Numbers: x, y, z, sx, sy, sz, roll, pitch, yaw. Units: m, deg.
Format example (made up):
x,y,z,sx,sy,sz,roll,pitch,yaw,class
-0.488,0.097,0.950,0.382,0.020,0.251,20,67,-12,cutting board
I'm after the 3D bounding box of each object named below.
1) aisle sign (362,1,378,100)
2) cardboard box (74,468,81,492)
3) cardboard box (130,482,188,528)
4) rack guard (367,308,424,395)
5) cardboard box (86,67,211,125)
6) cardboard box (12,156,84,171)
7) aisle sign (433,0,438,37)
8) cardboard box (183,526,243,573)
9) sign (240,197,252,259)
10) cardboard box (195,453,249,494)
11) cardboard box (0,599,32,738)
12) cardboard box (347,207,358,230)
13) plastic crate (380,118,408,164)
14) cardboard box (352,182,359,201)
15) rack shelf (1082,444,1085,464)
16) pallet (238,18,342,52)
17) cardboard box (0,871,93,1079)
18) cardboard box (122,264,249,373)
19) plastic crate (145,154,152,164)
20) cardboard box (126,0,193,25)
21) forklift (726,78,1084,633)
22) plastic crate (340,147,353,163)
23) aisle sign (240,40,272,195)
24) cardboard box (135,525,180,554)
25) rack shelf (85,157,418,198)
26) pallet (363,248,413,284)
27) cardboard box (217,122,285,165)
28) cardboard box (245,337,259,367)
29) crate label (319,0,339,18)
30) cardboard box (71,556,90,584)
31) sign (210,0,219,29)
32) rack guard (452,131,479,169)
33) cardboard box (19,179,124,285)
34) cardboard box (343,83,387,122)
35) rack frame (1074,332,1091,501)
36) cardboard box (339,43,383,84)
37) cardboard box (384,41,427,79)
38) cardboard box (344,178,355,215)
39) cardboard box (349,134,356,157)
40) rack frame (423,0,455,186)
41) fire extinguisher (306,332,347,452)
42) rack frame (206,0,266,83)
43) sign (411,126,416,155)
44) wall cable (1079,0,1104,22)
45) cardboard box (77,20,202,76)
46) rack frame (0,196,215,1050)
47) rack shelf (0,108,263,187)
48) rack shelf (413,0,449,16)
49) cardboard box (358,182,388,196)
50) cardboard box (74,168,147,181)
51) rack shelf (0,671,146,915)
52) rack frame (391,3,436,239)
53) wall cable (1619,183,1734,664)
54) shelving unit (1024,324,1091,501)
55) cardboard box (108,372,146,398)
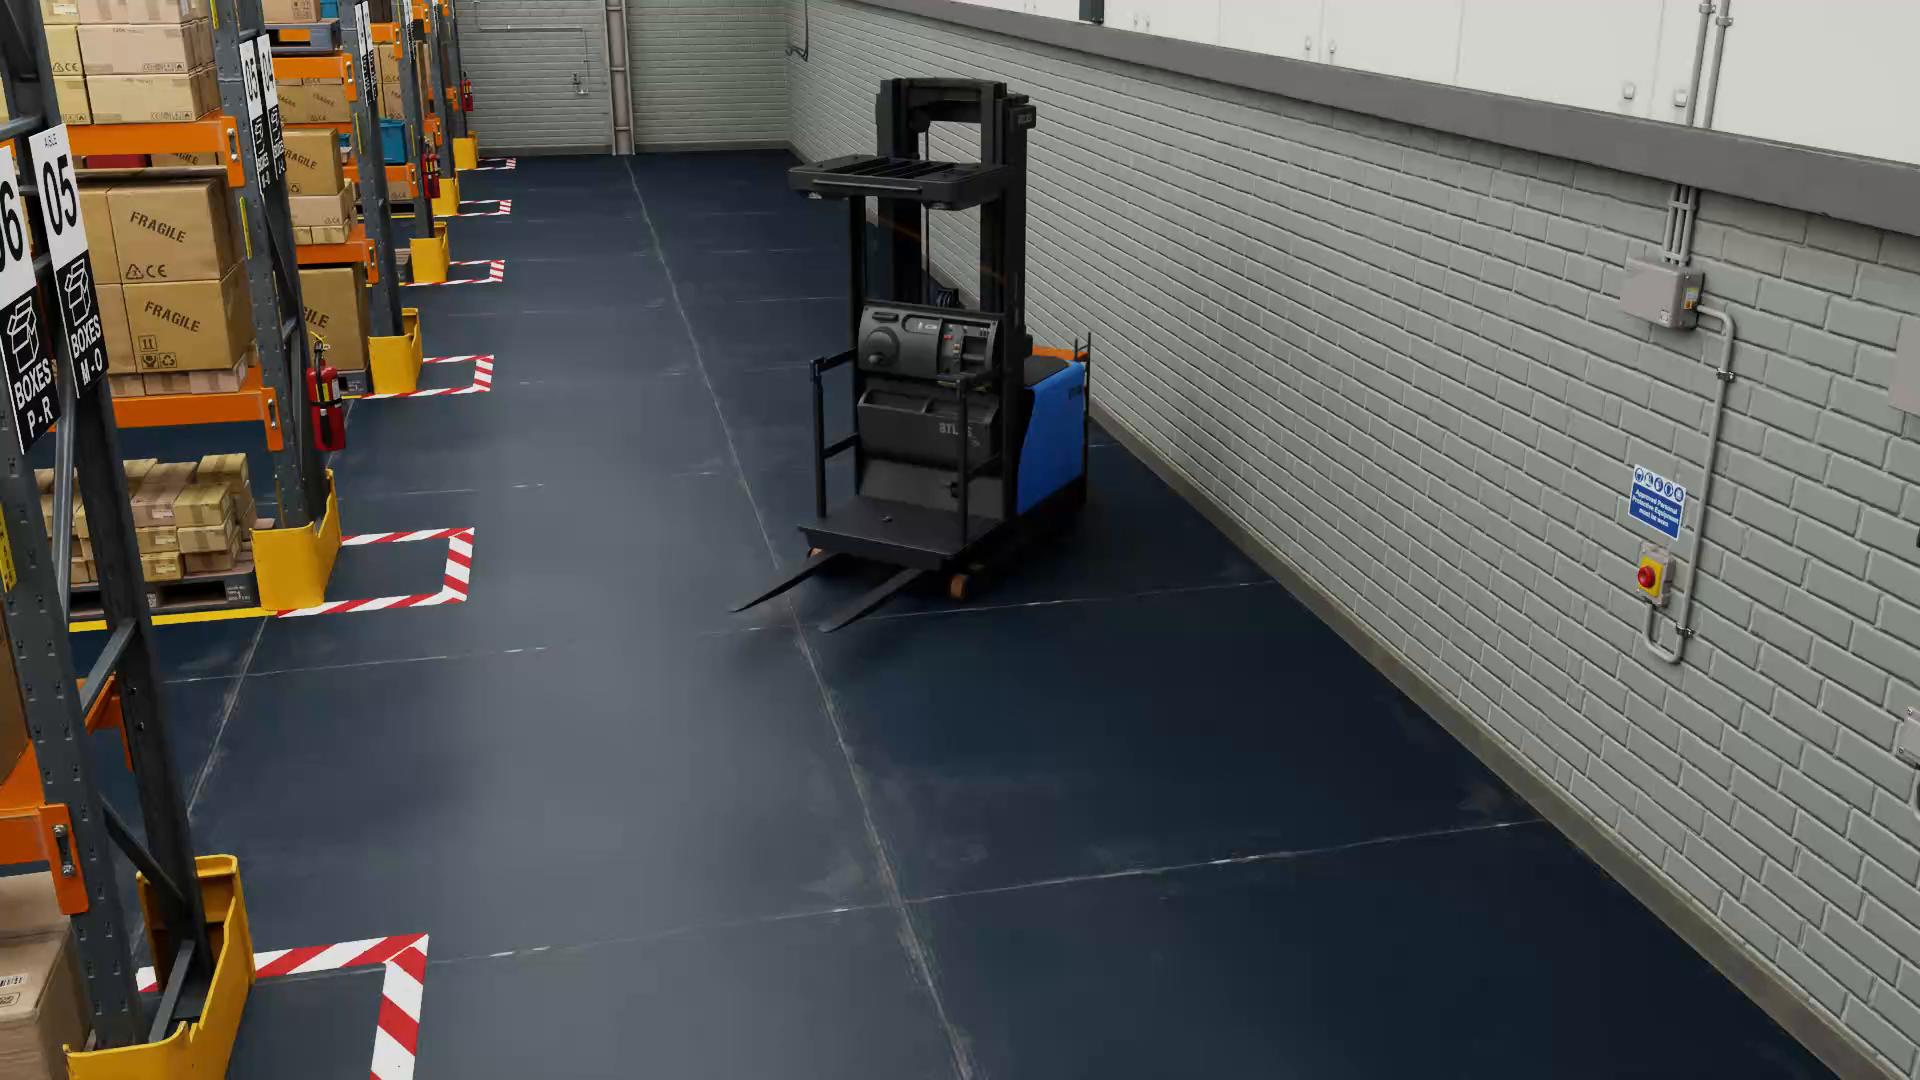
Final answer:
x,y,z,sx,sy,sz,roll,pitch,yaw,class
-5.049,-4.194,14.243,0.004,0.787,0.394,-5,21,-12,aisle sign
-5.333,-0.322,10.123,0.250,0.149,0.380,-6,21,-15,cardboard box
-4.722,-0.209,9.814,0.250,0.149,0.380,-4,21,-11,cardboard box
-5.027,-1.695,14.835,0.348,0.500,1.175,-5,21,-12,rack guard
-4.389,-2.412,9.016,0.500,0.250,0.500,-5,21,-14,cardboard box
-7.432,-3.003,13.467,0.500,0.500,0.500,-5,21,-14,cardboard box
-7.189,-7.307,22.741,0.004,0.787,0.394,-5,21,-12,aisle sign
-4.471,0.054,9.960,0.250,0.149,0.380,-4,21,-12,cardboard box
-3.899,-1.703,9.081,0.005,0.325,0.100,-5,21,-12,sign
-4.595,-0.409,10.359,0.250,0.149,0.380,-6,21,-15,cardboard box
-3.303,0.345,5.486,0.500,0.500,0.500,-5,21,-13,cardboard box
-5.471,-2.831,14.668,0.250,0.149,0.380,-4,21,-12,cardboard box
-6.473,-4.481,18.667,0.499,0.435,0.616,-5,21,-12,plastic crate
-8.730,-4.908,23.330,0.500,0.250,0.500,-5,21,-12,cardboard box
0.613,-0.604,11.613,0.480,0.148,0.258,10,23,26,rack shelf
-5.770,-4.172,13.730,1.213,0.211,1.003,-5,21,-12,pallet
-3.389,1.542,5.479,0.875,0.438,0.875,-5,21,-14,cardboard box
-4.385,-1.264,9.445,0.500,0.500,0.500,-4,21,-11,cardboard box
-9.055,-4.286,18.586,0.590,0.125,0.437,-5,21,-12,plastic crate
-4.263,-2.834,8.861,0.250,0.149,0.380,-5,21,-13,cardboard box
-0.296,-1.185,9.909,1.130,2.935,3.031,10,23,26,forklift
-6.942,-4.304,18.619,0.243,0.136,0.396,-5,21,-12,plastic crate
-3.867,-2.325,9.140,0.004,0.787,0.394,-5,21,-12,aisle sign
-4.722,-0.057,9.831,0.250,0.149,0.380,-5,21,-14,cardboard box
-8.136,-4.029,18.618,4.000,0.370,1.077,-5,21,-12,rack shelf
-7.001,-3.163,19.263,1.213,0.211,1.003,-5,21,-12,pallet
-6.066,-3.301,14.281,0.500,0.500,0.500,-5,21,-14,cardboard box
-4.398,-1.165,10.119,0.250,0.149,0.380,-5,21,-13,cardboard box
-7.162,-5.899,18.532,0.502,0.251,0.408,-5,21,-12,crate label
-5.213,0.124,9.768,0.250,0.149,0.380,-4,21,-12,cardboard box
-3.899,-2.836,8.666,0.005,0.325,0.100,-5,21,-12,sign
-8.446,-6.669,28.414,0.348,0.500,1.175,-5,21,-12,rack guard
-4.888,-1.695,9.170,0.500,0.500,0.500,-5,21,-14,cardboard box
-8.203,-6.061,22.975,0.500,0.500,0.500,-4,21,-12,cardboard box
0.828,-0.814,11.413,0.015,1.200,0.240,10,23,26,rack frame
-8.187,-6.532,22.807,0.500,0.500,0.500,-4,21,-11,cardboard box
-7.818,-6.753,23.409,0.500,0.500,0.500,-4,20,-11,cardboard box
-5.579,-2.989,14.518,0.500,0.250,0.500,-5,21,-14,cardboard box
-10.104,-6.696,27.877,0.500,0.500,0.700,-5,21,-14,cardboard box
-7.326,-6.183,23.453,0.127,3.000,1.000,-5,21,-12,rack frame
-3.656,-0.853,9.556,0.183,0.674,0.296,-5,21,-12,fire extinguisher
-4.007,-4.016,8.814,0.127,3.000,1.000,-5,21,-12,rack frame
-6.047,-4.419,18.399,0.005,0.325,0.100,-5,21,-12,sign
1.246,-6.488,10.887,0.120,5.999,2.277,-5,21,-12,wall cable
-4.397,-2.650,8.938,0.500,0.250,0.500,-5,21,-14,cardboard box
-2.770,0.450,5.344,0.127,3.000,1.000,-5,21,-12,rack frame
-5.953,-2.111,9.022,4.000,0.370,1.077,-5,21,-12,rack shelf
-10.416,-8.753,27.155,4.000,0.370,1.077,-5,21,-12,rack shelf
-8.407,-5.111,23.884,0.500,0.250,0.500,-5,21,-12,cardboard box
-4.995,-1.866,9.636,0.500,0.500,0.500,-4,21,-11,cardboard box
-4.716,0.946,5.036,4.000,0.370,1.077,-5,21,-12,rack shelf
-6.190,-4.525,18.926,0.127,3.000,1.000,-5,21,-12,rack frame
2.712,-0.496,6.404,0.123,1.953,0.585,-5,21,-12,wall cable
0.613,-0.854,11.521,0.503,1.200,0.258,10,23,26,shelving unit
-4.751,-0.928,9.473,0.250,0.149,0.380,-5,21,-13,cardboard box
